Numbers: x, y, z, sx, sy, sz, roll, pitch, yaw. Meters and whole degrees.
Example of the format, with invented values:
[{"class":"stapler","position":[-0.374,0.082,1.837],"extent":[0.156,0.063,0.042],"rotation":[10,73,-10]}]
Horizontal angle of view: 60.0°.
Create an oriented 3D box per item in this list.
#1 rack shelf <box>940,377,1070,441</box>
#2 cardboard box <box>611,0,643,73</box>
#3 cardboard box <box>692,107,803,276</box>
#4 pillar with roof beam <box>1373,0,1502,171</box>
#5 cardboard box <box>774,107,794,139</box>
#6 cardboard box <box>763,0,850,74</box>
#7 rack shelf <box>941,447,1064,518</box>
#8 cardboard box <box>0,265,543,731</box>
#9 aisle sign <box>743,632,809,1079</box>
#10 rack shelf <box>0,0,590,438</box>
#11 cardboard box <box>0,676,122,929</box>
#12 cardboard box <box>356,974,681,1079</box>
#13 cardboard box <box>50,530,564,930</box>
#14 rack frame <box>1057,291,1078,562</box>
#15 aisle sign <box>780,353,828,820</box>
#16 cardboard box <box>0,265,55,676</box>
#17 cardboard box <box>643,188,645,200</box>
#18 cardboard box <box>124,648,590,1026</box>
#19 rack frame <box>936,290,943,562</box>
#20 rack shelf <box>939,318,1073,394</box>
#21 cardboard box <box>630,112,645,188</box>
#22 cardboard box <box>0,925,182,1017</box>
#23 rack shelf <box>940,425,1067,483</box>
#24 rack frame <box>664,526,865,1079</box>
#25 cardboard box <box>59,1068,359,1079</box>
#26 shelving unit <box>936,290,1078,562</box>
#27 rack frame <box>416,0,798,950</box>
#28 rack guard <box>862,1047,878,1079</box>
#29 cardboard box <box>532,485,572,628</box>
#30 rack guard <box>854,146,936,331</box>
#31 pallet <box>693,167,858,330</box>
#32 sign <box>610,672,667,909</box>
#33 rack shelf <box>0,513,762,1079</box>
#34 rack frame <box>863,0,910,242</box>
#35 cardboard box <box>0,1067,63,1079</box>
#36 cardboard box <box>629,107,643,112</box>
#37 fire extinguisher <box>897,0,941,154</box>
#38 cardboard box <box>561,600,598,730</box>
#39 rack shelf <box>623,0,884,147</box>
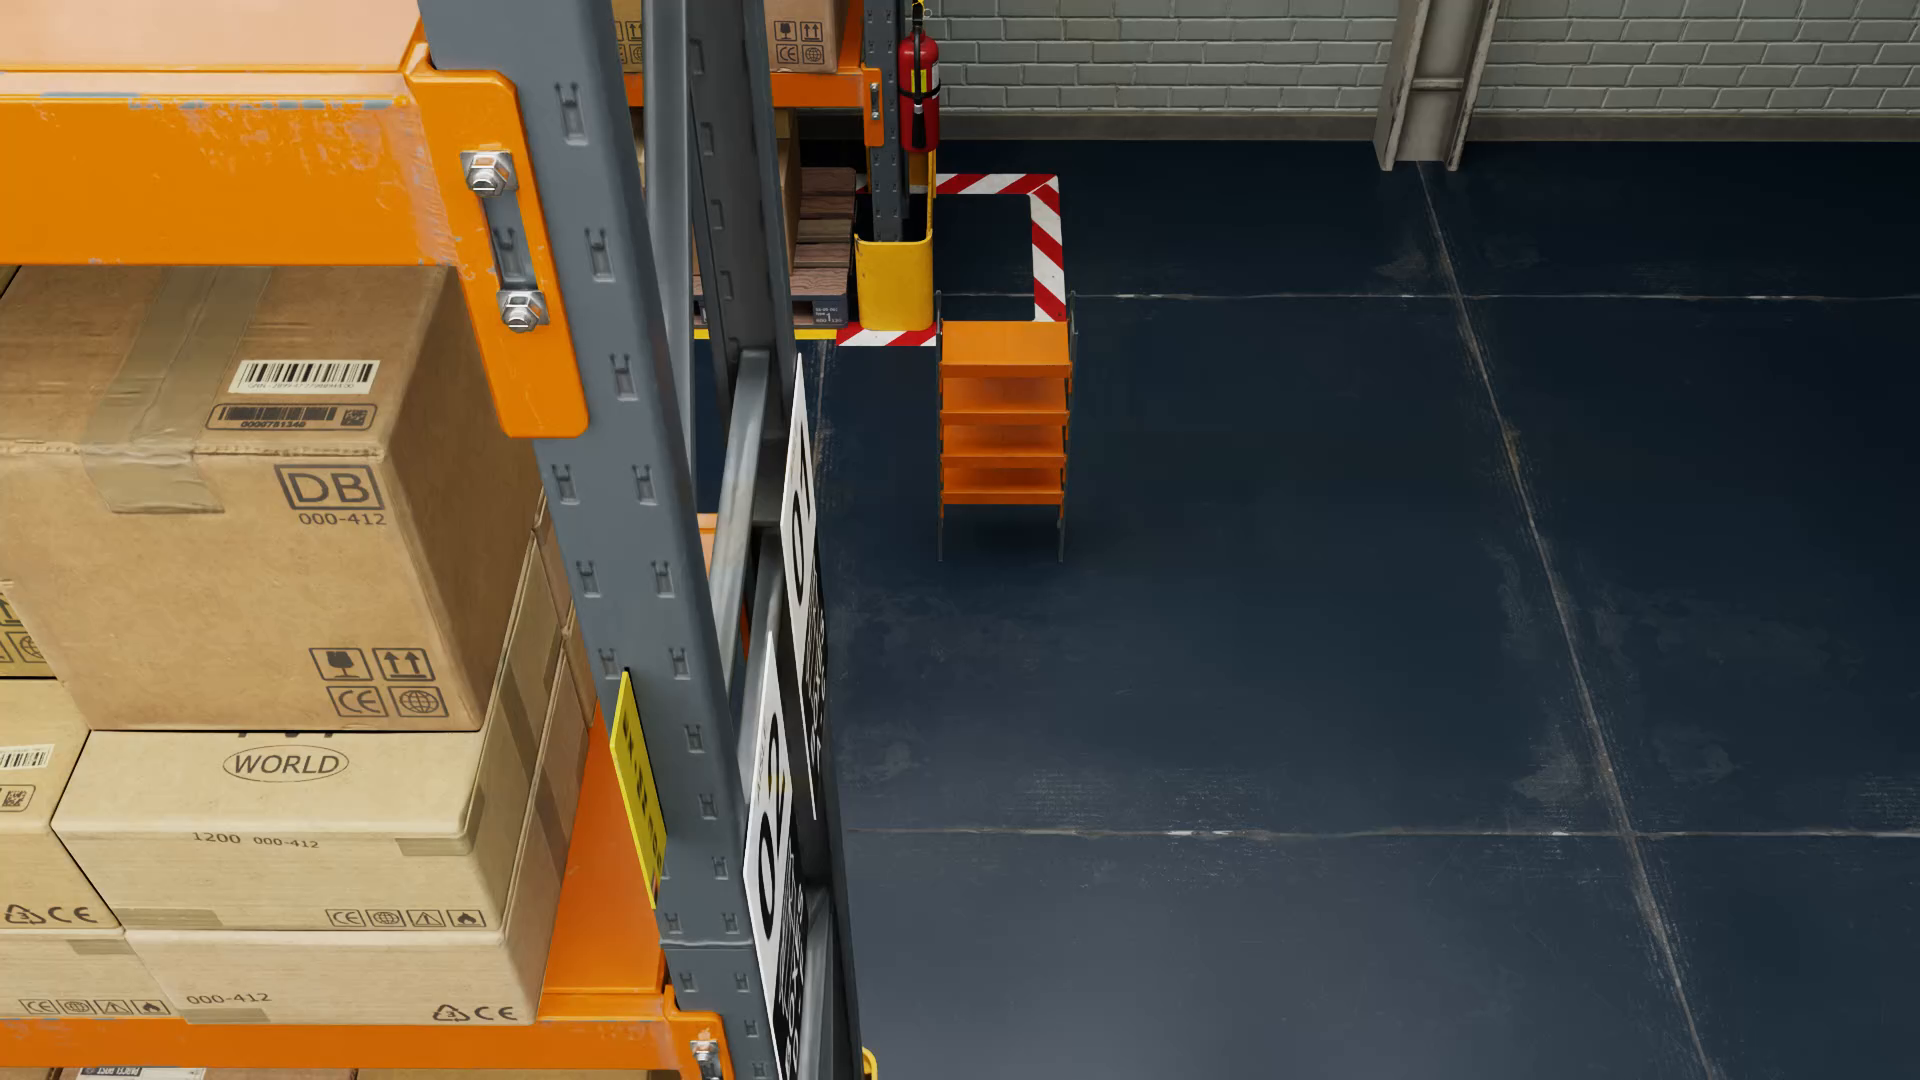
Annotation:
[{"class":"rack shelf","position":[0.166,-0.515,6.277],"extent":[0.480,0.148,0.258],"rotation":[0,47,0]},{"class":"cardboard box","position":[-1.558,-2.513,6.915],"extent":[0.700,0.700,0.980],"rotation":[0,47,0]},{"class":"cardboard box","position":[-1.021,-1.643,7.731],"extent":[0.500,0.500,0.700],"rotation":[0,47,0]},{"class":"pillar with roof beam","position":[2.366,-1.941,2.490],"extent":[0.400,9.000,9.100],"rotation":[0,47,0]},{"class":"cardboard box","position":[-0.895,-2.010,7.630],"extent":[0.250,0.149,0.380],"rotation":[0,47,0]},{"class":"cardboard box","position":[-0.831,-2.519,6.921],"extent":[0.700,0.700,0.980],"rotation":[2,47,2]},{"class":"rack shelf","position":[0.166,-0.227,6.586],"extent":[0.480,0.148,0.258],"rotation":[0,47,0]},{"class":"cardboard box","position":[-0.849,-0.183,2.151],"extent":[0.500,0.500,0.700],"rotation":[0,47,0]},{"class":"aisle sign","position":[-0.268,0.542,2.501],"extent":[0.004,0.787,0.394],"rotation":[0,47,0]},{"class":"rack shelf","position":[-2.336,-0.600,1.735],"extent":[4.000,0.370,1.077],"rotation":[0,47,0]},{"class":"cardboard box","position":[-1.350,0.246,2.264],"extent":[0.500,0.250,0.500],"rotation":[0,47,0]},{"class":"cardboard box","position":[-0.782,1.029,3.073],"extent":[0.500,0.500,0.500],"rotation":[0,47,0]},{"class":"cardboard box","position":[-0.850,0.247,2.263],"extent":[0.500,0.250,0.500],"rotation":[0,47,0]},{"class":"rack frame","position":[0.410,-0.408,6.391],"extent":[0.015,1.200,0.240],"rotation":[0,47,0]},{"class":"aisle sign","position":[-0.266,0.103,2.910],"extent":[0.004,0.787,0.394],"rotation":[0,47,0]},{"class":"cardboard box","position":[-1.349,-0.246,2.210],"extent":[0.500,0.500,0.700],"rotation":[0,47,0]},{"class":"cardboard box","position":[-1.522,-1.644,7.733],"extent":[0.500,0.500,0.700],"rotation":[0,47,0]},{"class":"cardboard box","position":[-0.850,0.424,2.440],"extent":[0.500,0.250,0.500],"rotation":[0,47,0]},{"class":"rack frame","position":[-0.078,-0.409,6.392],"extent":[0.015,1.200,0.240],"rotation":[0,47,0]},{"class":"rack shelf","position":[0.166,-0.676,6.104],"extent":[0.480,0.148,0.258],"rotation":[0,47,0]},{"class":"cardboard box","position":[-1.406,-1.731,7.370],"extent":[0.250,0.149,0.380],"rotation":[1,47,1]},{"class":"cardboard box","position":[-1.350,0.415,2.449],"extent":[0.500,0.250,0.500],"rotation":[0,47,0]},{"class":"rack shelf","position":[0.166,-0.363,6.440],"extent":[0.480,0.148,0.258],"rotation":[0,47,0]},{"class":"rack frame","position":[-0.336,1.203,3.661],"extent":[0.127,3.000,1.000],"rotation":[0,47,0]},{"class":"cardboard box","position":[-1.287,1.028,3.073],"extent":[0.500,0.500,0.500],"rotation":[1,47,1]},{"class":"shelving unit","position":[0.166,-0.408,6.391],"extent":[0.503,1.200,0.258],"rotation":[0,47,0]},{"class":"rack frame","position":[-0.336,-0.841,1.466],"extent":[0.127,3.000,1.000],"rotation":[0,47,0]},{"class":"rack guard","position":[-0.412,2.055,4.577],"extent":[0.348,0.500,1.175],"rotation":[0,47,0]},{"class":"cardboard box","position":[-0.848,-0.130,2.614],"extent":[0.500,0.250,0.500],"rotation":[0,47,0]},{"class":"rack guard","position":[-0.297,-1.571,7.951],"extent":[0.348,0.500,1.175],"rotation":[0,47,0]},{"class":"pallet","position":[-1.121,-1.417,8.006],"extent":[1.213,0.211,1.003],"rotation":[0,47,0]},{"class":"sign","position":[-0.358,0.286,1.861],"extent":[0.005,0.325,0.100],"rotation":[0,47,0]},{"class":"rack shelf","position":[-2.336,0.421,2.832],"extent":[4.000,0.370,1.077],"rotation":[0,47,0]},{"class":"rack frame","position":[-0.321,-2.423,7.037],"extent":[0.127,3.000,1.000],"rotation":[0,47,0]},{"class":"cardboard box","position":[-1.805,1.030,3.071],"extent":[0.500,0.500,0.500],"rotation":[1,47,1]},{"class":"cardboard box","position":[-1.402,-2.011,7.631],"extent":[0.250,0.149,0.380],"rotation":[0,47,0]},{"class":"fire extinguisher","position":[-0.172,-1.931,6.887],"extent":[0.183,0.674,0.296],"rotation":[0,47,0]},{"class":"cardboard box","position":[-0.848,0.045,2.793],"extent":[0.500,0.250,0.500],"rotation":[0,47,0]},{"class":"rack shelf","position":[-2.321,-2.183,7.305],"extent":[4.000,0.370,1.077],"rotation":[0,47,0]}]
